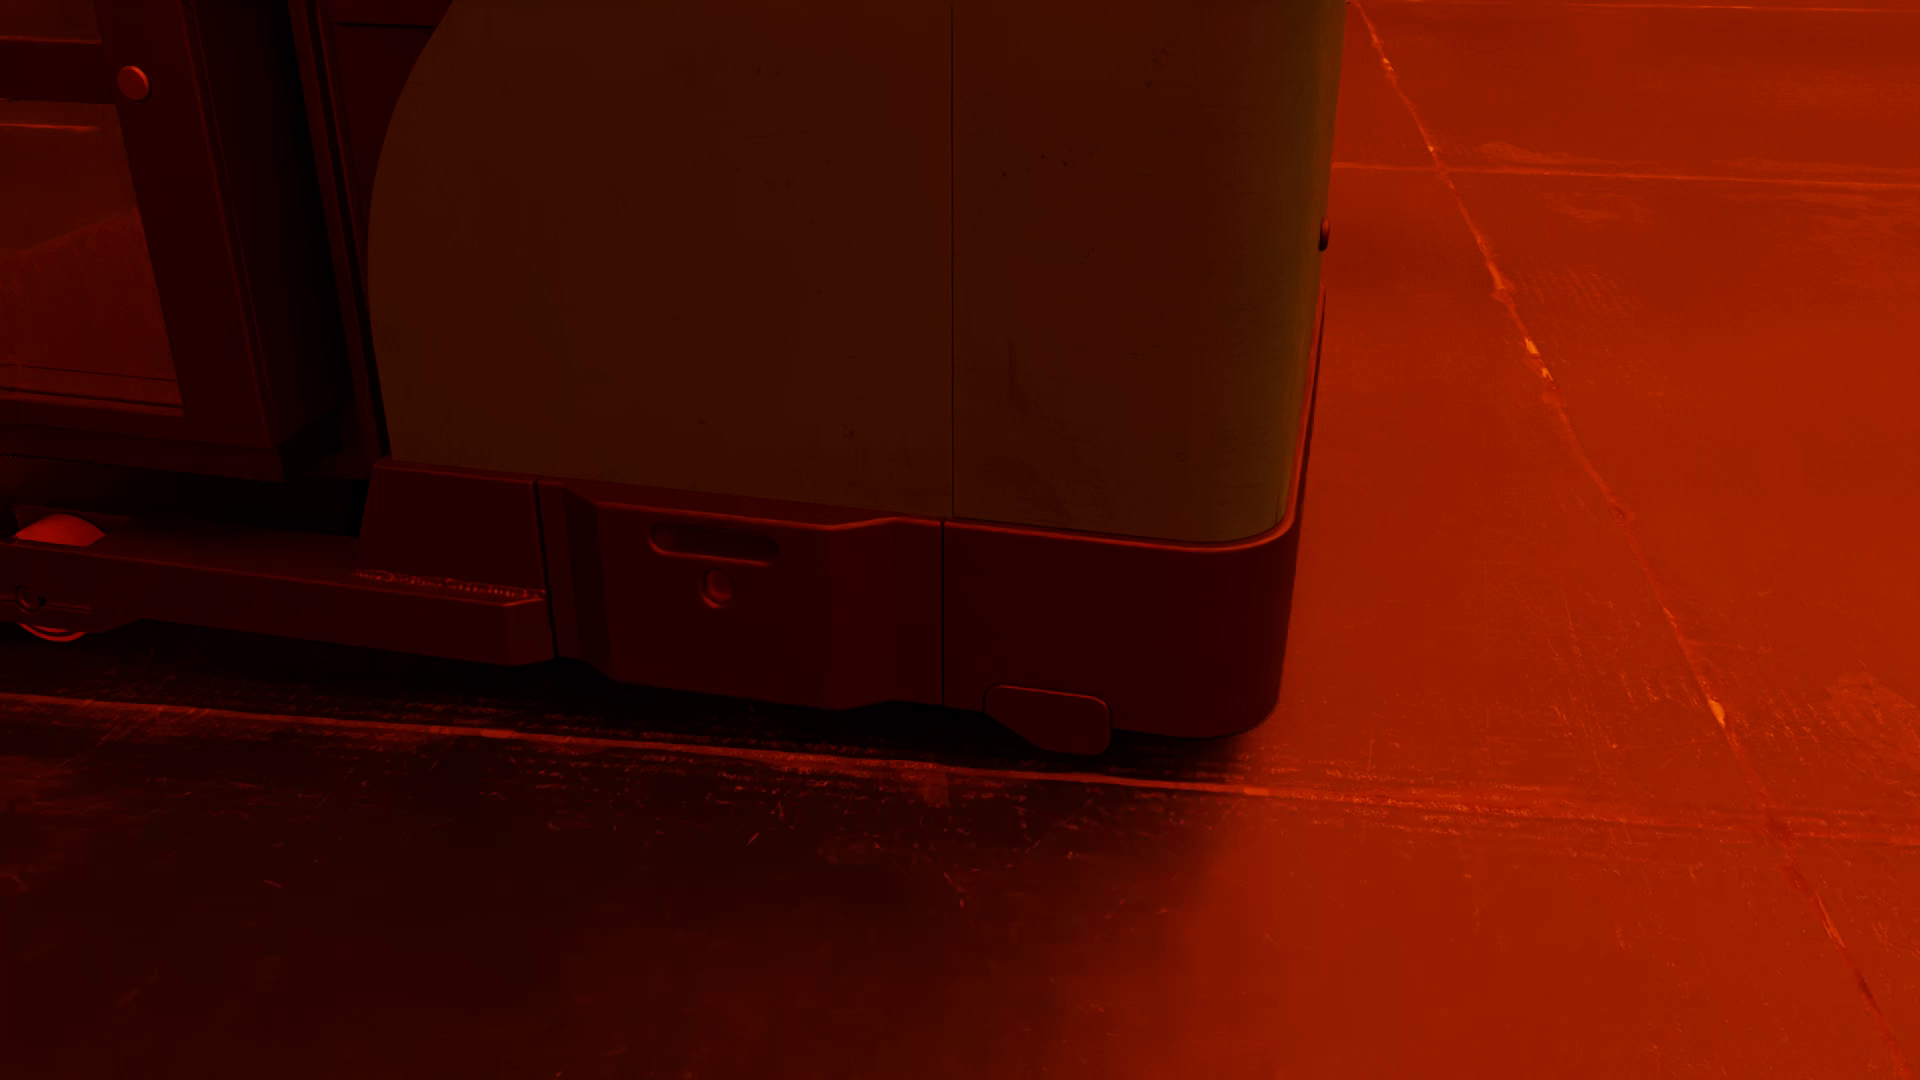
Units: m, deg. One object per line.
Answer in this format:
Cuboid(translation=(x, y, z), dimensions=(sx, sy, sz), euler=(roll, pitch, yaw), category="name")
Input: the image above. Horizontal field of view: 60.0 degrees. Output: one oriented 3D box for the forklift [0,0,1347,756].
Cuboid(translation=(-1.003, -1.397, 2.017), dimensions=(3.031, 2.935, 1.130), euler=(6, 27, 12), category="forklift")
